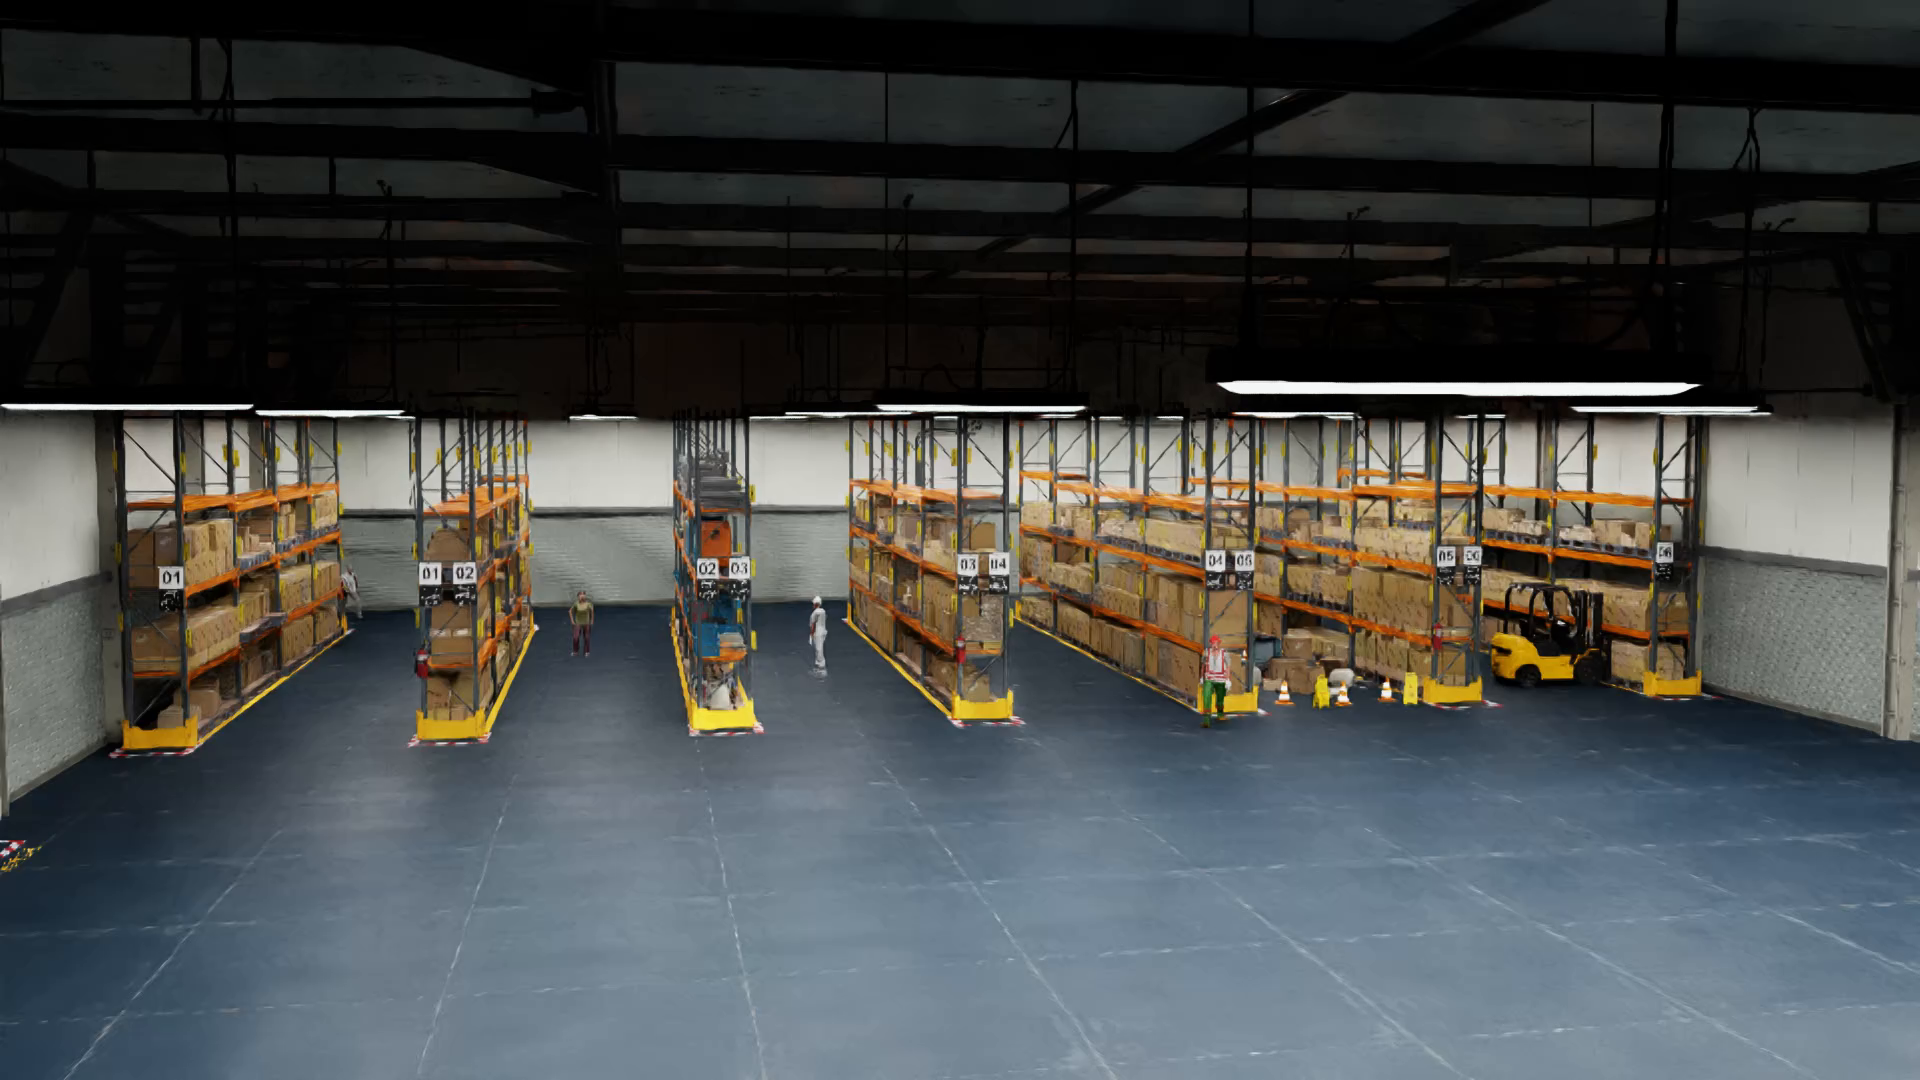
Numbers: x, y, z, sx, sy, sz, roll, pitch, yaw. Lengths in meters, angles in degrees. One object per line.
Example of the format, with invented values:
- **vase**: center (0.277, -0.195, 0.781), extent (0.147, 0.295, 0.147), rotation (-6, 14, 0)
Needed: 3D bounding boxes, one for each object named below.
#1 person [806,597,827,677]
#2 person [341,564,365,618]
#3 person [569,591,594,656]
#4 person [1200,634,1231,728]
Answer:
- **person**: center (-3.218, 2.163, 37.319), extent (0.569, 1.786, 0.653), rotation (1, 4, 18)
- **person**: center (-17.722, 1.484, 48.330), extent (0.621, 1.601, 0.782), rotation (-3, 5, -33)
- **person**: center (-9.232, 2.034, 40.625), extent (0.598, 1.619, 0.507), rotation (-1, 4, -14)
- **person**: center (4.807, 2.637, 31.332), extent (0.590, 1.747, 0.984), rotation (1, 4, 11)
